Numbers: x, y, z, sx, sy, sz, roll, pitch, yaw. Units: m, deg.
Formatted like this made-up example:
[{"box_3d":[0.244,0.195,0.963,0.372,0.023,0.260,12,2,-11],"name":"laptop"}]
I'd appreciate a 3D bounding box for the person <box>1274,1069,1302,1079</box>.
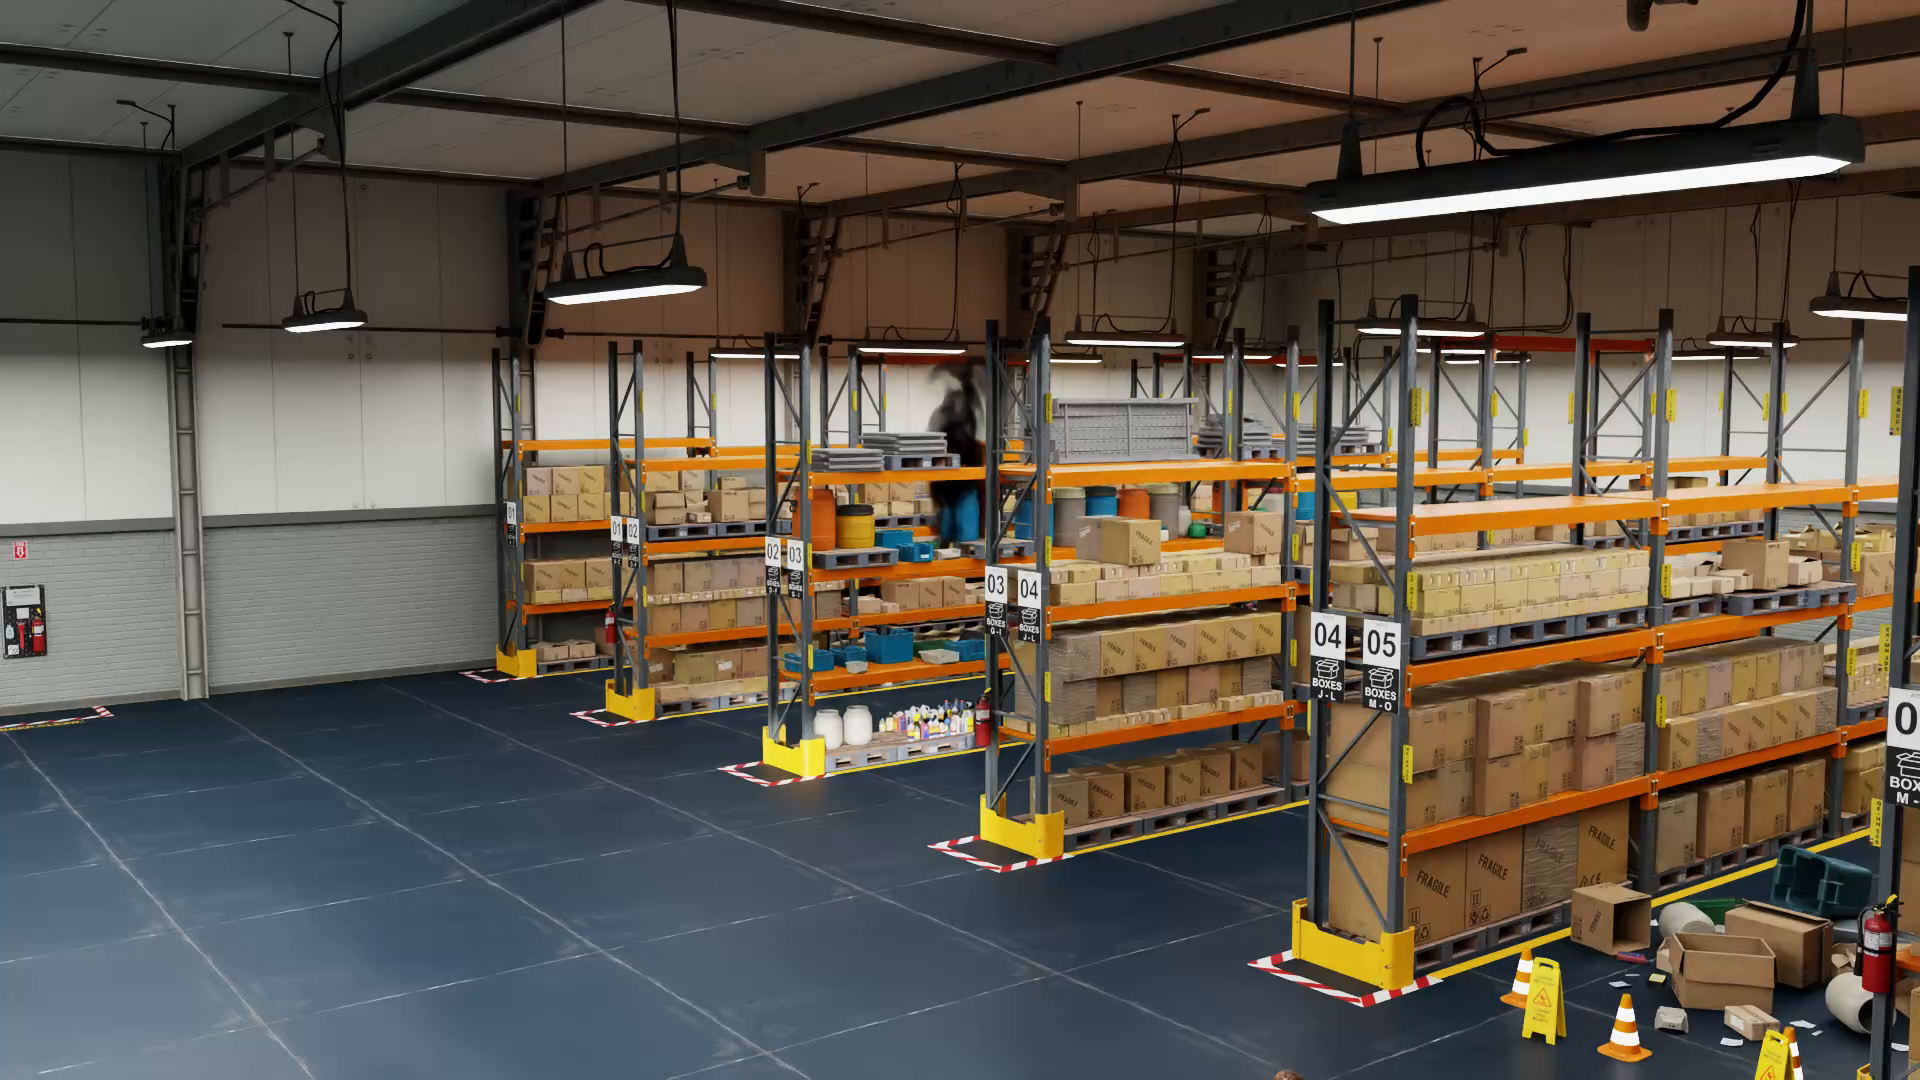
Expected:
[{"box_3d":[1.814,3.603,9.104,0.533,1.554,0.875,1,5,15],"name":"person"}]
